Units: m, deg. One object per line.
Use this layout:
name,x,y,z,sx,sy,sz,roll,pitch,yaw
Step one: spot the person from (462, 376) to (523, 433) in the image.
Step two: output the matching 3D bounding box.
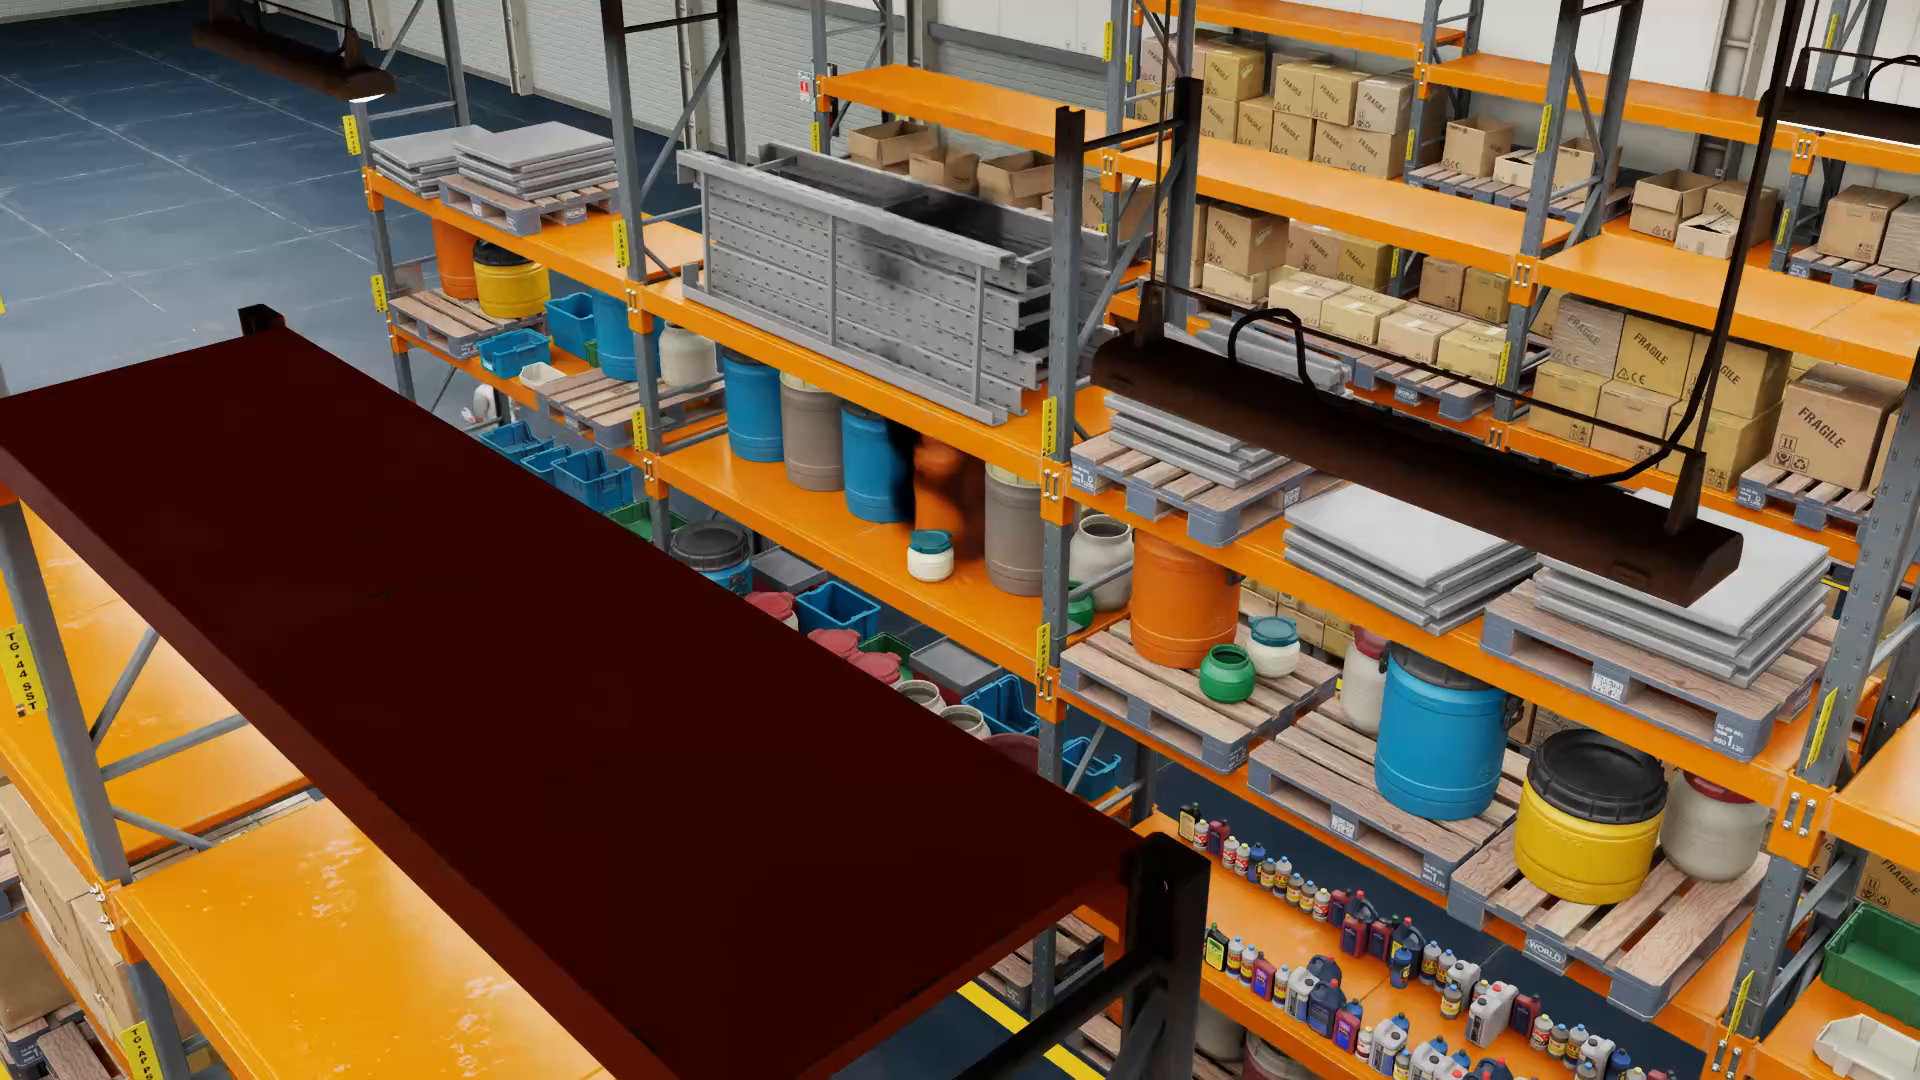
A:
person,-4.716,-1.063,16.998,0.707,1.819,0.660,3,28,5
